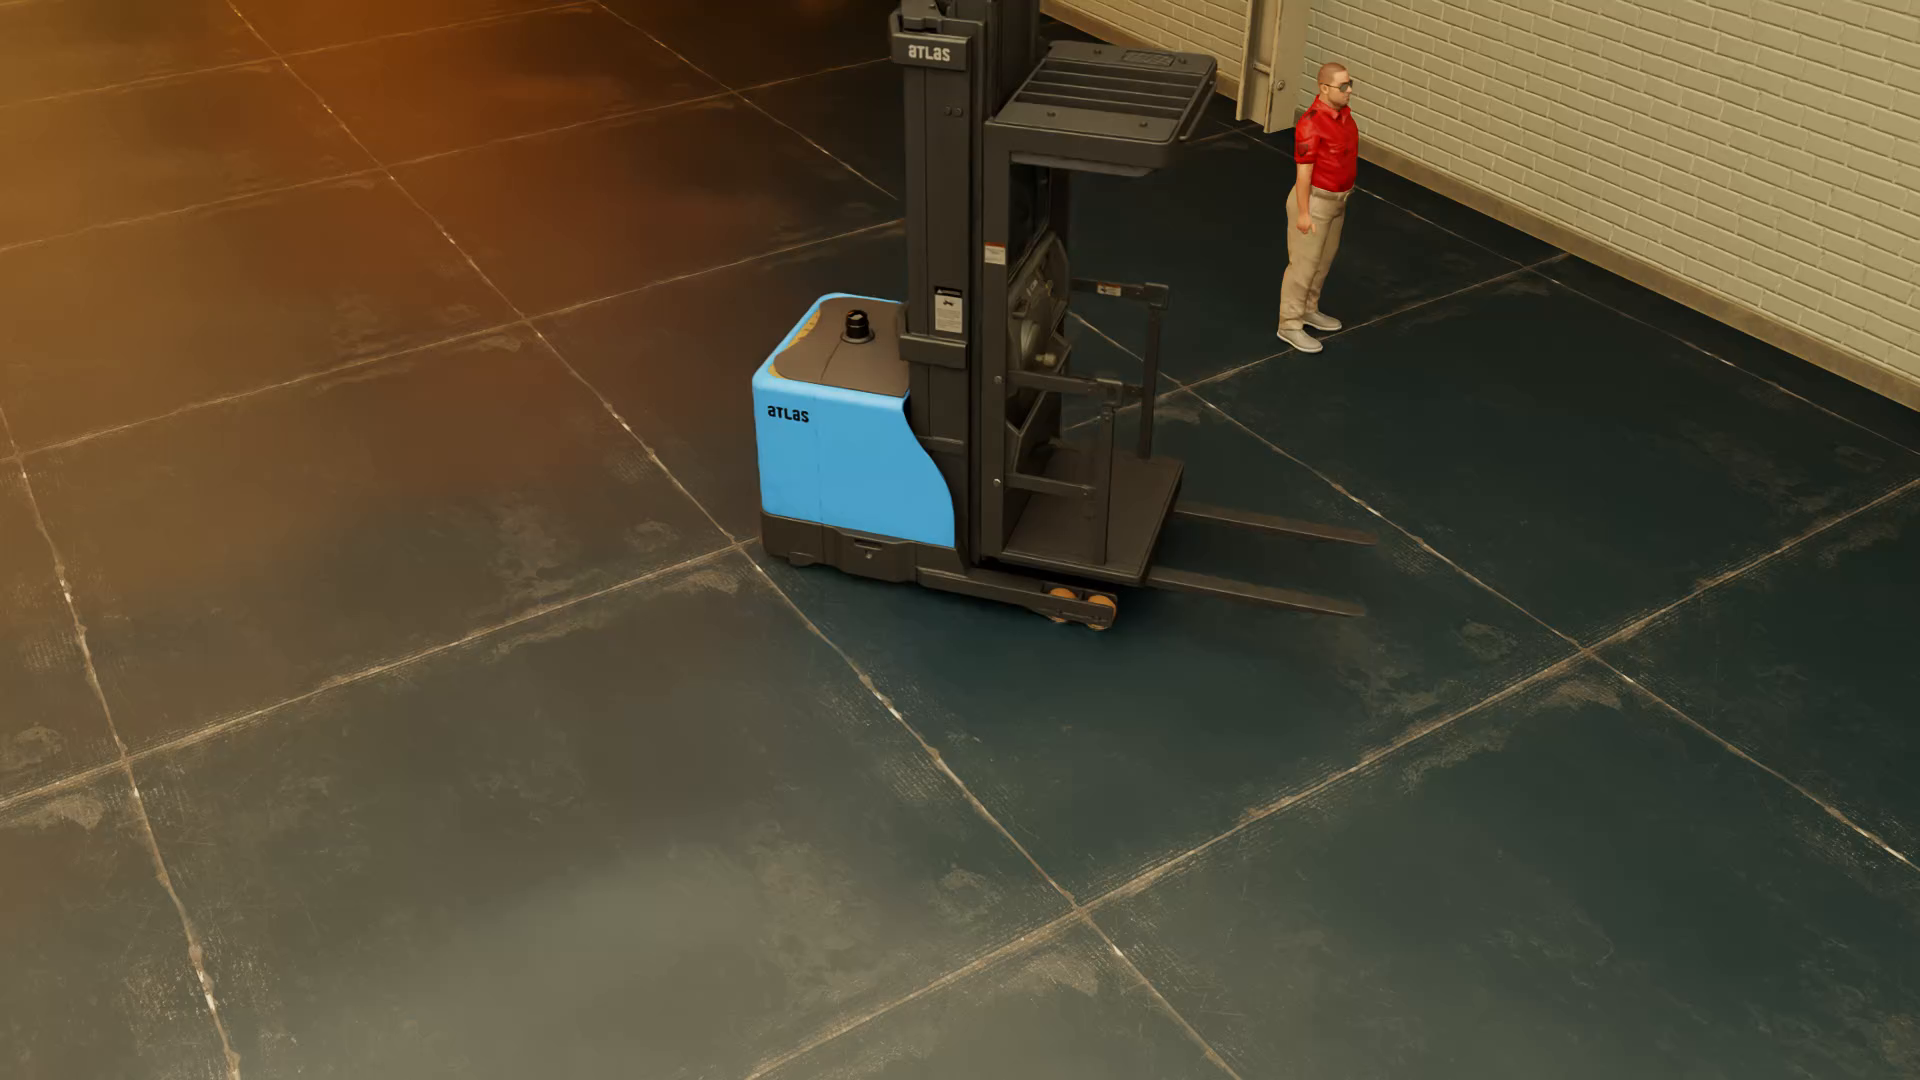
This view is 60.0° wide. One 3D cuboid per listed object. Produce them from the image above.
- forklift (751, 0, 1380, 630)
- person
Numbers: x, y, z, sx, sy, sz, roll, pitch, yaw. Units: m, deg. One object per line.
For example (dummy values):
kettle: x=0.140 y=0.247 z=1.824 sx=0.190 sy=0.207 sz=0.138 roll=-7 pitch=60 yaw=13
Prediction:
forklift: x=0.557 y=-1.107 z=7.723 sx=3.031 sy=2.935 sz=1.130 roll=10 pitch=36 yaw=14
person: x=2.204 y=-2.031 z=10.088 sx=0.389 sy=1.728 sz=0.528 roll=21 pitch=40 yaw=27
